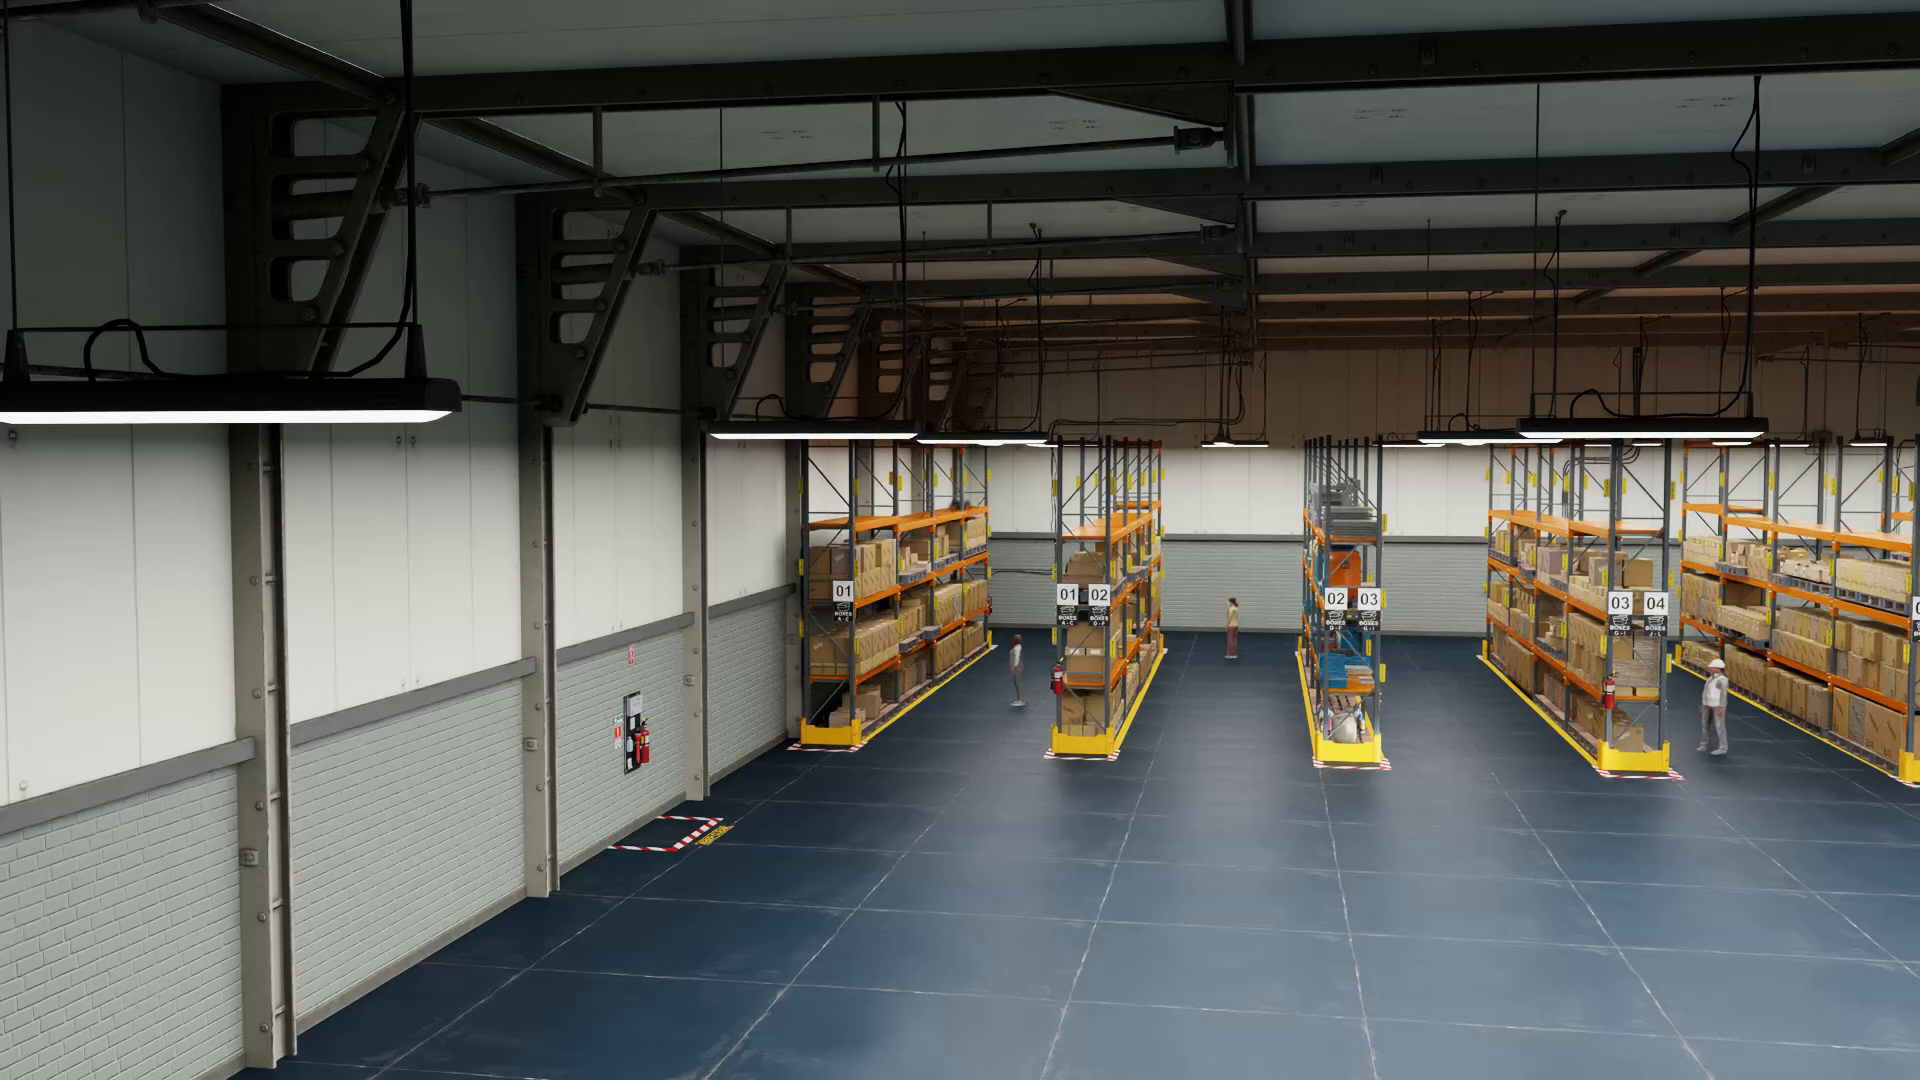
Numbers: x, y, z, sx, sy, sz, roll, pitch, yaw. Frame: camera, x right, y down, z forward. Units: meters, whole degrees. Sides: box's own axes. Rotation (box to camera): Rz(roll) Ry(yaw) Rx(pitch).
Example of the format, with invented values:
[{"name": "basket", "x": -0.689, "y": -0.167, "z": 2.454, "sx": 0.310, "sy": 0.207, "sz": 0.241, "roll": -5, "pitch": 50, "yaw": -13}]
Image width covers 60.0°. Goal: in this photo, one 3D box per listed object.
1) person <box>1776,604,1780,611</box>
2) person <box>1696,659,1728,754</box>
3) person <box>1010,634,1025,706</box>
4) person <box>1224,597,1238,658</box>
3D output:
[{"name": "person", "x": 21.536, "y": 2.518, "z": 44.026, "sx": 0.531, "sy": 1.677, "sz": 0.669, "roll": -1, "pitch": 3, "yaw": -17}, {"name": "person", "x": 14.233, "y": 3.133, "z": 31.444, "sx": 0.474, "sy": 1.770, "sz": 0.590, "roll": -1, "pitch": 3, "yaw": -24}, {"name": "person", "x": 1.288, "y": 2.914, "z": 37.249, "sx": 0.349, "sy": 1.619, "sz": 0.467, "roll": 0, "pitch": 3, "yaw": -3}, {"name": "person", "x": 7.436, "y": 2.411, "z": 45.630, "sx": 0.378, "sy": 1.685, "sz": 0.455, "roll": 2, "pitch": 4, "yaw": 34}]
